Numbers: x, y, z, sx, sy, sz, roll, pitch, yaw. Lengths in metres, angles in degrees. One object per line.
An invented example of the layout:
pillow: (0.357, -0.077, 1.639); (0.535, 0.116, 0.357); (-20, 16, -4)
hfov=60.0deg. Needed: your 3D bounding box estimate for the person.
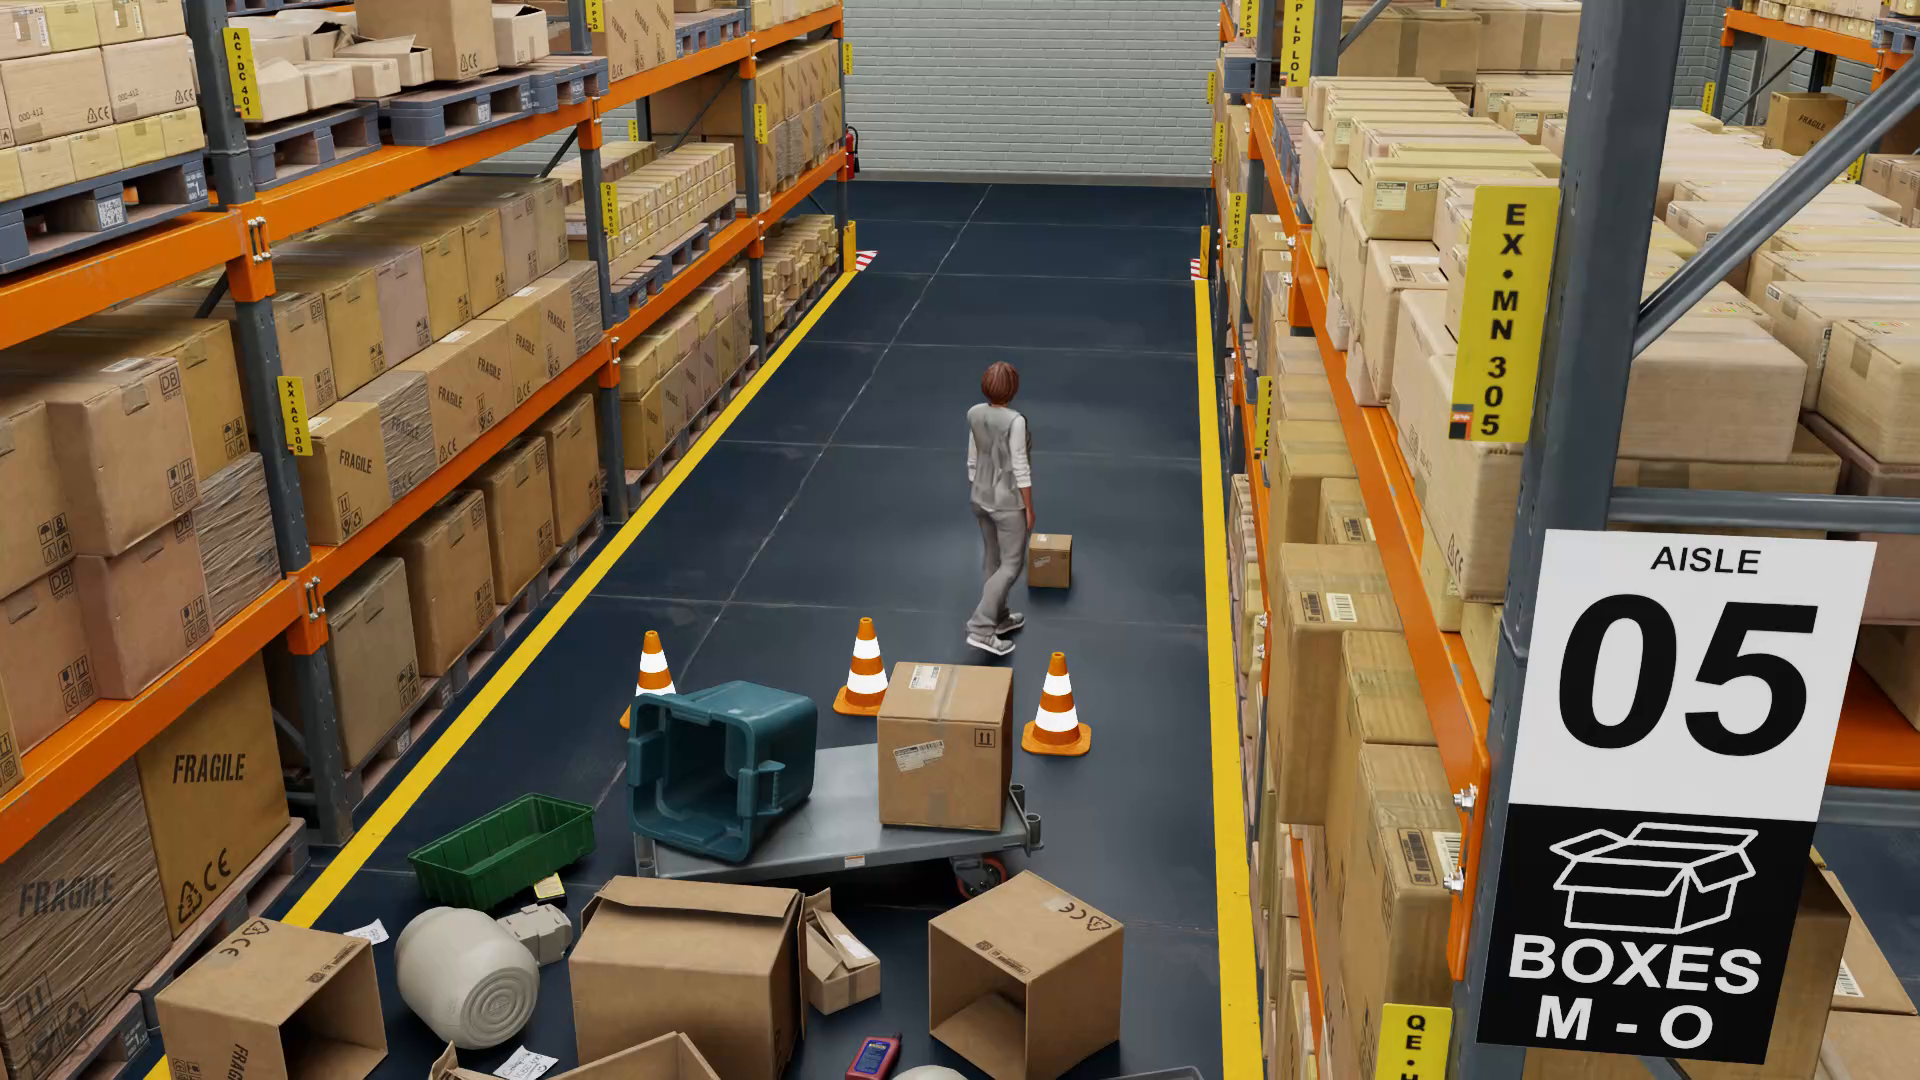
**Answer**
person: (0.210, -0.181, 9.034); (0.568, 1.598, 0.451); (-19, 28, -39)
